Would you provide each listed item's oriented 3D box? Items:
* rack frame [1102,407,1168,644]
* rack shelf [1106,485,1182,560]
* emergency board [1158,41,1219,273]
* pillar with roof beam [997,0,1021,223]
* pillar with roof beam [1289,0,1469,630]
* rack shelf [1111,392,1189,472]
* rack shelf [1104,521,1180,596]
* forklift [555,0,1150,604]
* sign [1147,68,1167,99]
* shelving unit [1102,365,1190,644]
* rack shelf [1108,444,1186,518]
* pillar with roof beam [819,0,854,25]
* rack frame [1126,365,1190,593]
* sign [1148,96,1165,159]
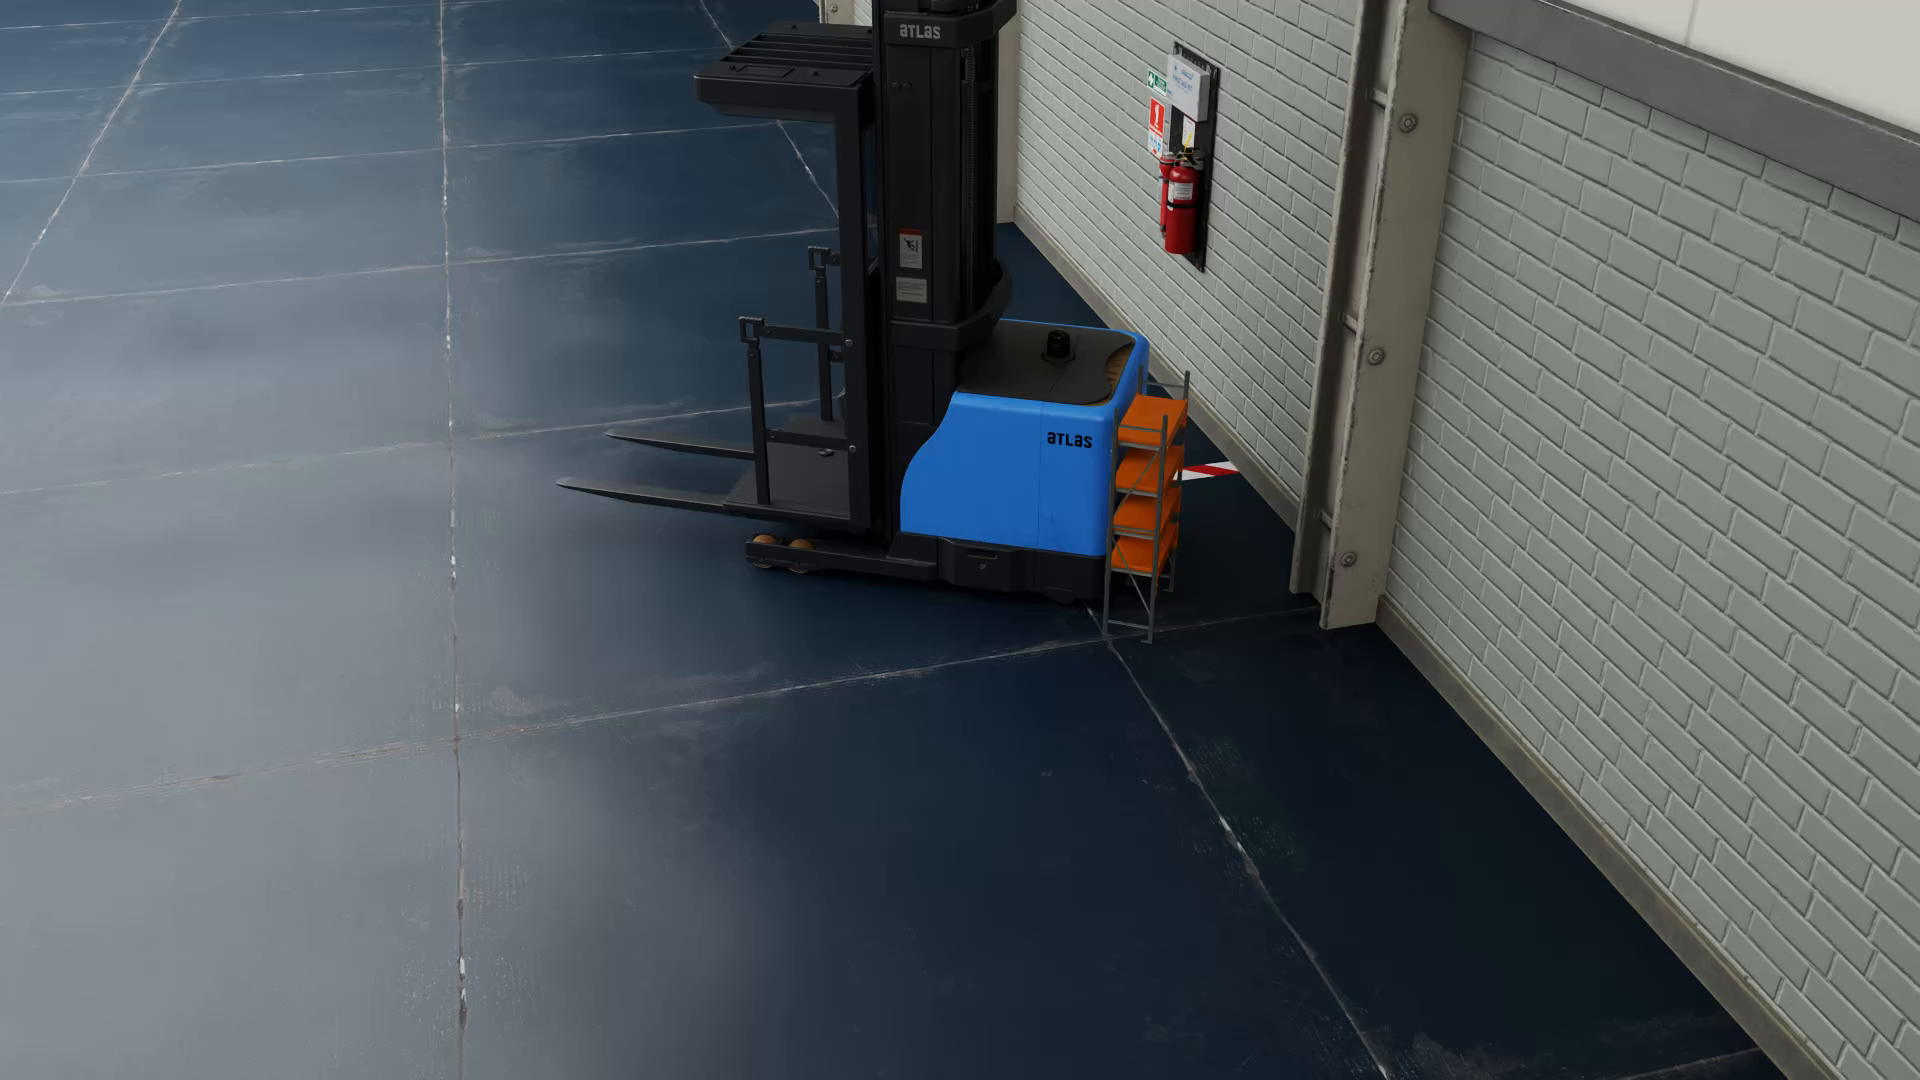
[{"bbox_3d":[0.798,-0.046,7.633,0.240,1.200,0.015,9,31,16],"label":"rack frame"},{"bbox_3d":[0.874,-0.104,7.867,0.258,0.148,0.480,9,31,16],"label":"rack shelf"},{"bbox_3d":[1.228,-2.181,9.524,0.194,1.169,0.643,-8,31,-13],"label":"emergency board"},{"bbox_3d":[-3.896,-5.904,9.968,9.100,9.000,0.400,-8,31,-13],"label":"pillar with roof beam"},{"bbox_3d":[-2.304,-3.007,4.961,9.100,9.000,0.400,-8,31,-13],"label":"pillar with roof beam"},{"bbox_3d":[0.874,-0.503,7.636,0.258,0.148,0.480,9,31,16],"label":"rack shelf"},{"bbox_3d":[0.874,0.067,7.966,0.258,0.148,0.480,9,31,16],"label":"rack shelf"},{"bbox_3d":[-0.603,-1.347,8.152,3.031,2.935,1.130,7,31,13],"label":"forklift"},{"bbox_3d":[1.173,-2.703,9.862,0.001,0.109,0.331,-8,31,-13],"label":"sign"},{"bbox_3d":[0.874,-0.163,7.833,0.258,1.200,0.503,9,31,16],"label":"shelving unit"},{"bbox_3d":[0.874,-0.298,7.755,0.258,0.148,0.480,9,31,16],"label":"rack shelf"},{"bbox_3d":[-5.489,-8.802,14.975,9.100,9.000,0.400,-8,31,-13],"label":"pillar with roof beam"},{"bbox_3d":[0.950,-0.279,8.034,0.240,1.200,0.015,9,31,16],"label":"rack frame"},{"bbox_3d":[1.180,-2.477,10.000,0.001,0.329,0.234,-8,31,-13],"label":"sign"}]
